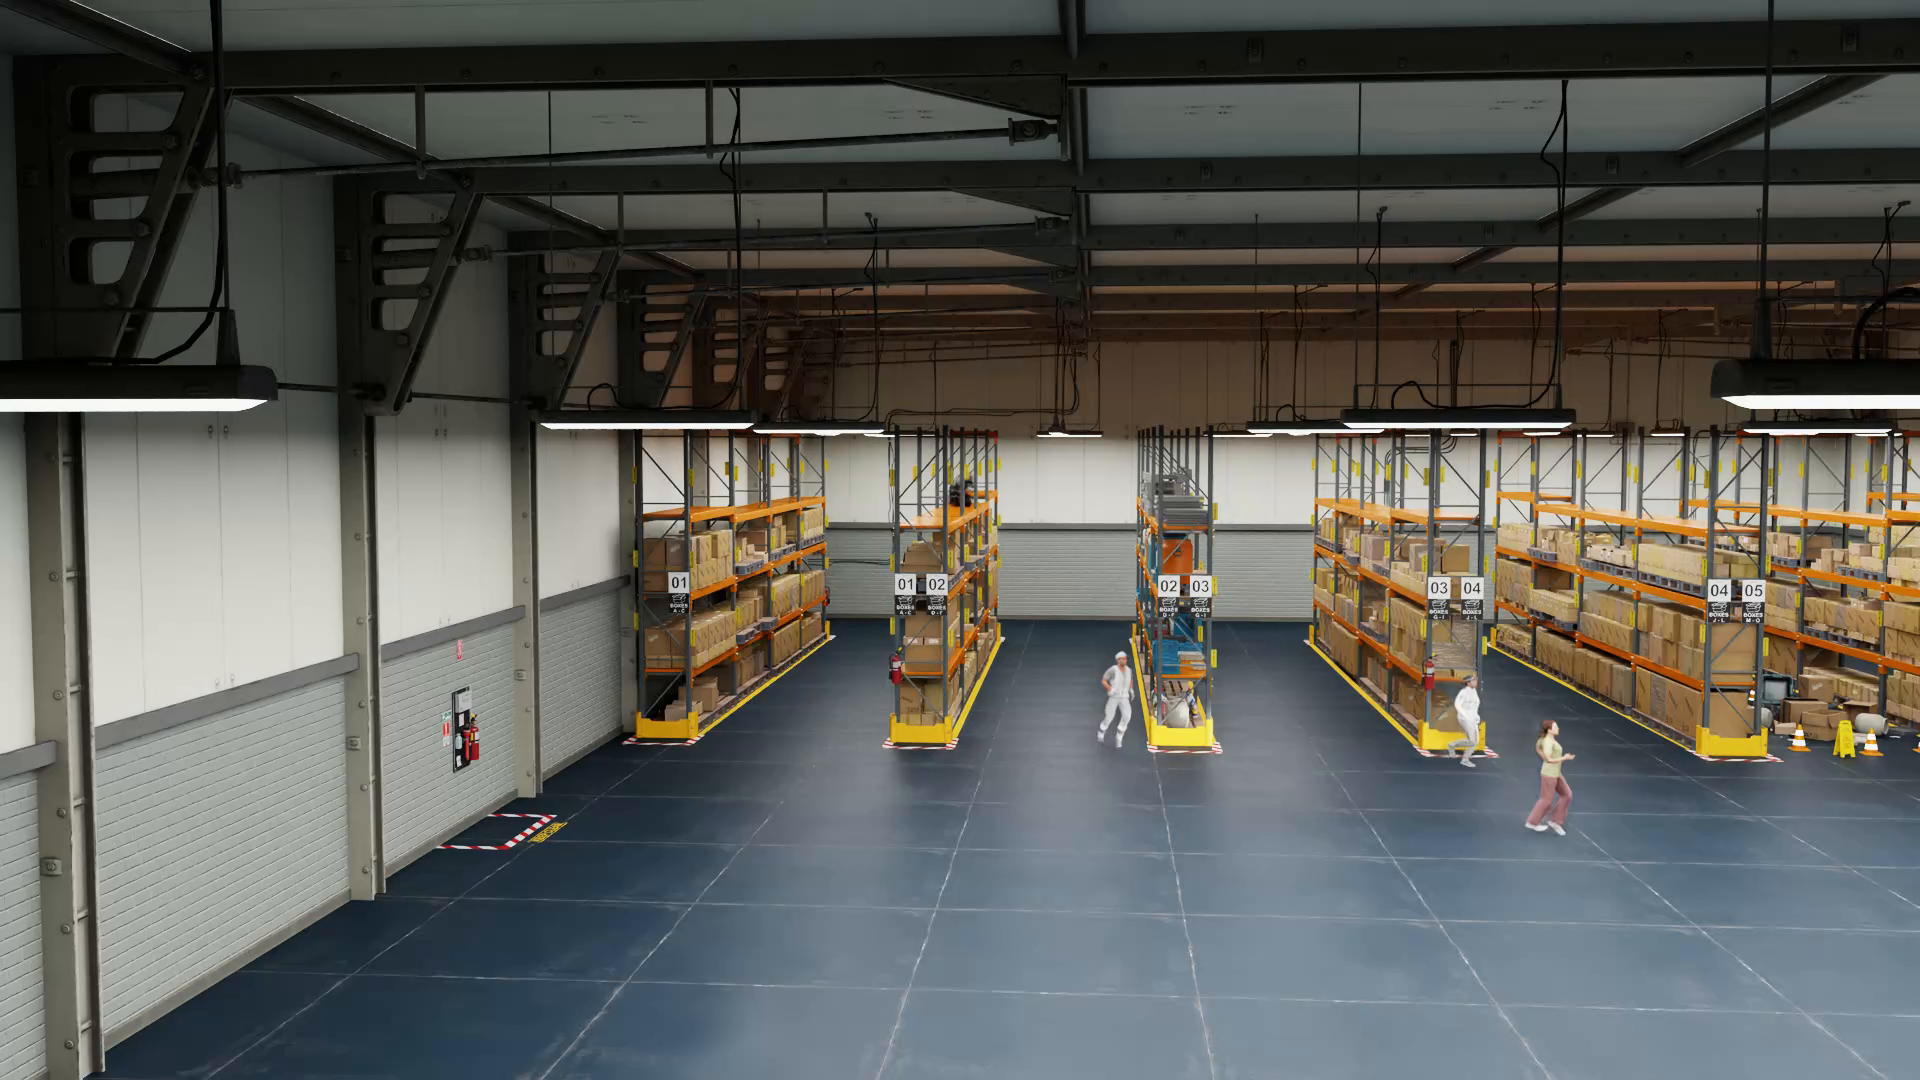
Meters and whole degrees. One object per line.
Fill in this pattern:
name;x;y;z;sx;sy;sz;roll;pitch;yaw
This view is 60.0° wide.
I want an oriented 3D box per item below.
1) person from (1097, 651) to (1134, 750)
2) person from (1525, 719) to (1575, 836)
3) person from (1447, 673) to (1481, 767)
person;2.969;2.978;31.097;0.718;1.800;0.699;-1;4;-21
person;8.554;3.442;24.080;0.669;1.708;0.558;2;4;28
person;8.869;3.149;29.282;0.533;1.661;0.611;3;4;38
